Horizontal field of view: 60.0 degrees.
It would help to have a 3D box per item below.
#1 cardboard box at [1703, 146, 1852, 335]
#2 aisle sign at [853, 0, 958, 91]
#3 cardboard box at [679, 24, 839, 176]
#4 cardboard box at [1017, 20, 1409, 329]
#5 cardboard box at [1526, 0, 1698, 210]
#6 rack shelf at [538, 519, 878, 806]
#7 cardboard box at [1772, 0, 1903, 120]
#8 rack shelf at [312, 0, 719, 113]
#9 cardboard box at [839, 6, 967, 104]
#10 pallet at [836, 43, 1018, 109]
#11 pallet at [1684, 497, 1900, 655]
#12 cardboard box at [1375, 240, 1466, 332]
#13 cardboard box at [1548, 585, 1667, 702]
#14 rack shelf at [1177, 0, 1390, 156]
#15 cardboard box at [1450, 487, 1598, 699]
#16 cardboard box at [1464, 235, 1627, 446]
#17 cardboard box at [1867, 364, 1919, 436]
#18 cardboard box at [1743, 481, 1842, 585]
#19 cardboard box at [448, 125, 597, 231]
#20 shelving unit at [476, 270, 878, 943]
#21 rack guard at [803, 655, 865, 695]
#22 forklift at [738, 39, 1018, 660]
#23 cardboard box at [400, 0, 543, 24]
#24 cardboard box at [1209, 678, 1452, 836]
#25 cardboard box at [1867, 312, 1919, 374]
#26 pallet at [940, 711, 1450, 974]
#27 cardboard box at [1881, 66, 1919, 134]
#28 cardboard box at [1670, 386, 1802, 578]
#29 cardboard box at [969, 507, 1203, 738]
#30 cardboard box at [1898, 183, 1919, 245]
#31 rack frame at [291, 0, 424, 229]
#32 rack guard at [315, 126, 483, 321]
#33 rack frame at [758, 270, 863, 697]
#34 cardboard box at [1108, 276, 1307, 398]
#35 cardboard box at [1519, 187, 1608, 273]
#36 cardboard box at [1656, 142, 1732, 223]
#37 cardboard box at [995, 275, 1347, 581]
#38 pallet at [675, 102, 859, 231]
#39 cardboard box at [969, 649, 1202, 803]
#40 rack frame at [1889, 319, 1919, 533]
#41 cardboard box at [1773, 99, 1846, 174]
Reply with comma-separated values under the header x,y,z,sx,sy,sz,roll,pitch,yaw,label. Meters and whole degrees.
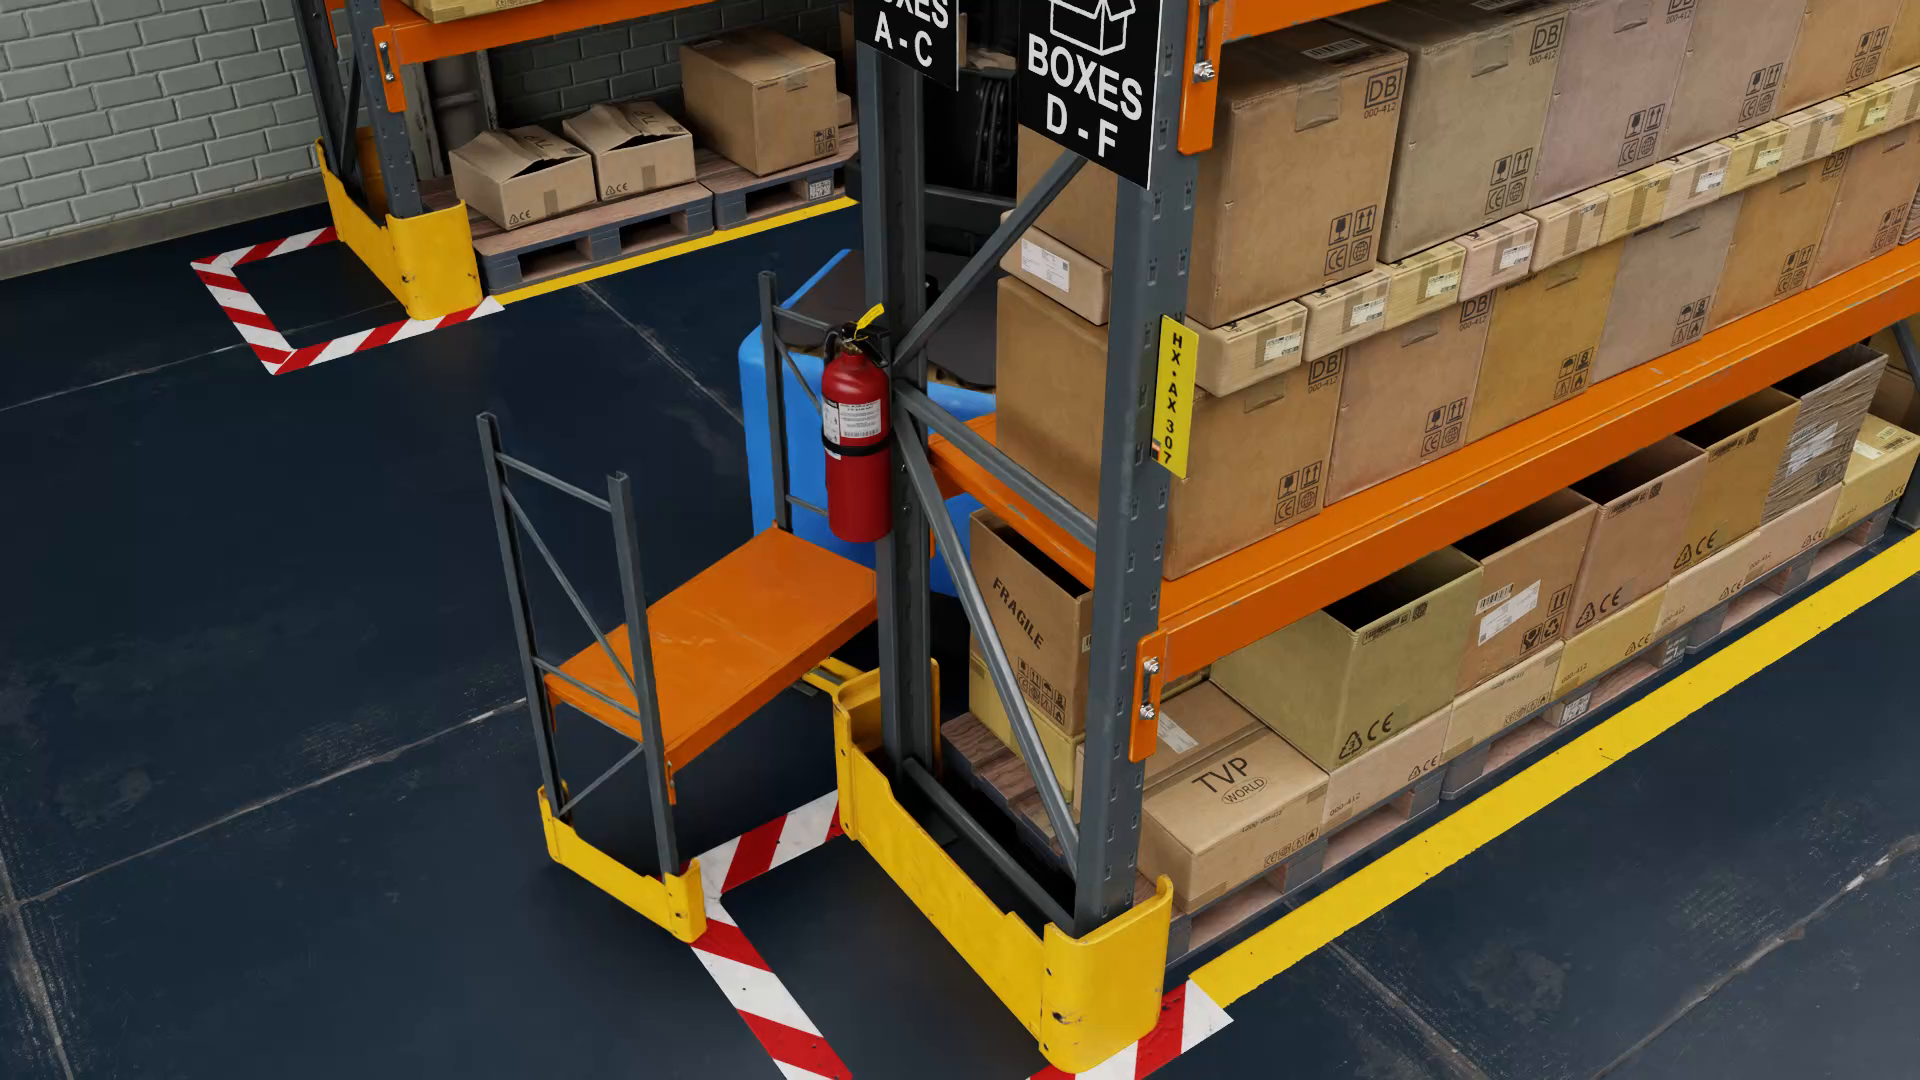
x,y,z,sx,sy,sz,roll,pitch,yaw,label
2.175,-1.047,5.051,0.500,0.500,0.700,-22,41,-27,cardboard box
-0.118,-1.334,3.309,0.004,0.787,0.394,-22,41,-28,aisle sign
-1.040,-2.292,8.631,0.500,0.500,0.700,-25,43,-31,cardboard box
0.537,-0.896,3.731,0.500,0.500,0.700,-22,41,-28,cardboard box
1.375,-1.246,4.216,0.500,0.500,0.700,-22,41,-28,cardboard box
-0.670,0.318,4.802,0.538,0.185,1.000,23,40,30,rack shelf
2.193,-1.582,4.684,0.500,0.500,0.700,-22,41,-28,cardboard box
-1.117,-2.904,8.335,4.000,0.370,1.077,-22,41,-28,rack shelf
-0.308,-2.664,9.150,0.500,0.500,0.500,-26,43,-31,cardboard box
-0.011,-2.494,9.537,1.213,0.211,1.003,-22,41,-28,pallet
2.700,-0.126,6.245,1.213,0.211,1.003,-22,41,-28,pallet
0.968,-0.667,3.967,0.250,0.149,0.380,-22,41,-28,cardboard box
1.898,0.207,5.388,0.500,0.250,0.500,-22,41,-28,cardboard box
1.739,-1.759,4.174,4.000,0.370,1.077,-22,41,-28,rack shelf
1.480,0.063,4.946,0.500,0.500,0.500,-22,41,-28,cardboard box
1.329,-0.695,4.562,0.500,0.500,0.700,-22,41,-28,cardboard box
3.846,-0.577,6.479,0.500,0.250,0.500,-23,42,-29,cardboard box
2.707,-0.136,5.866,0.500,0.250,0.500,-22,41,-28,cardboard box
-2.135,-1.800,8.110,0.500,0.311,0.500,-28,44,-33,cardboard box
-0.664,0.165,4.707,0.587,1.500,1.083,23,40,30,shelving unit
-0.368,0.459,5.388,0.587,0.250,0.087,23,40,30,rack guard
0.314,-1.619,5.991,1.130,2.935,3.031,14,38,18,forklift
-2.170,-2.483,7.245,0.500,0.250,0.500,-24,42,-29,cardboard box
1.078,0.541,4.924,0.500,0.250,0.500,-22,41,-28,cardboard box
3.855,-0.808,6.319,0.500,0.311,0.500,-22,41,-28,cardboard box
0.705,0.694,5.104,1.213,0.211,1.003,-22,41,-28,pallet
2.645,-1.356,4.925,0.250,0.149,0.380,-22,41,-28,cardboard box
2.299,-0.272,5.412,0.500,0.500,0.500,-22,41,-28,cardboard box
0.371,0.159,4.814,0.500,0.500,0.500,-22,41,-28,cardboard box
3.015,-1.394,5.534,0.500,0.500,0.700,-24,42,-29,cardboard box
-2.752,-2.523,7.189,0.127,3.000,1.000,-22,41,-28,rack frame
-2.690,-1.534,7.955,0.348,0.500,1.175,-22,41,-28,rack guard
-0.367,-0.060,5.039,0.500,1.500,0.032,23,40,30,rack frame
0.549,-0.494,3.726,0.250,0.149,0.380,-23,41,-28,cardboard box
1.392,-0.842,4.210,0.250,0.149,0.380,-24,42,-29,cardboard box
1.806,-1.010,4.444,0.250,0.149,0.380,-22,41,-27,cardboard box
0.493,-0.352,4.085,0.500,0.500,0.700,-22,41,-28,cardboard box
-1.009,-2.081,8.963,1.213,0.211,1.003,-22,41,-28,pallet
0.373,0.464,5.031,0.500,0.250,0.500,-22,41,-28,cardboard box
3.374,-1.506,5.775,0.127,3.000,1.000,-22,41,-28,rack frame
2.236,-1.190,4.694,0.250,0.149,0.380,-21,41,-27,cardboard box
